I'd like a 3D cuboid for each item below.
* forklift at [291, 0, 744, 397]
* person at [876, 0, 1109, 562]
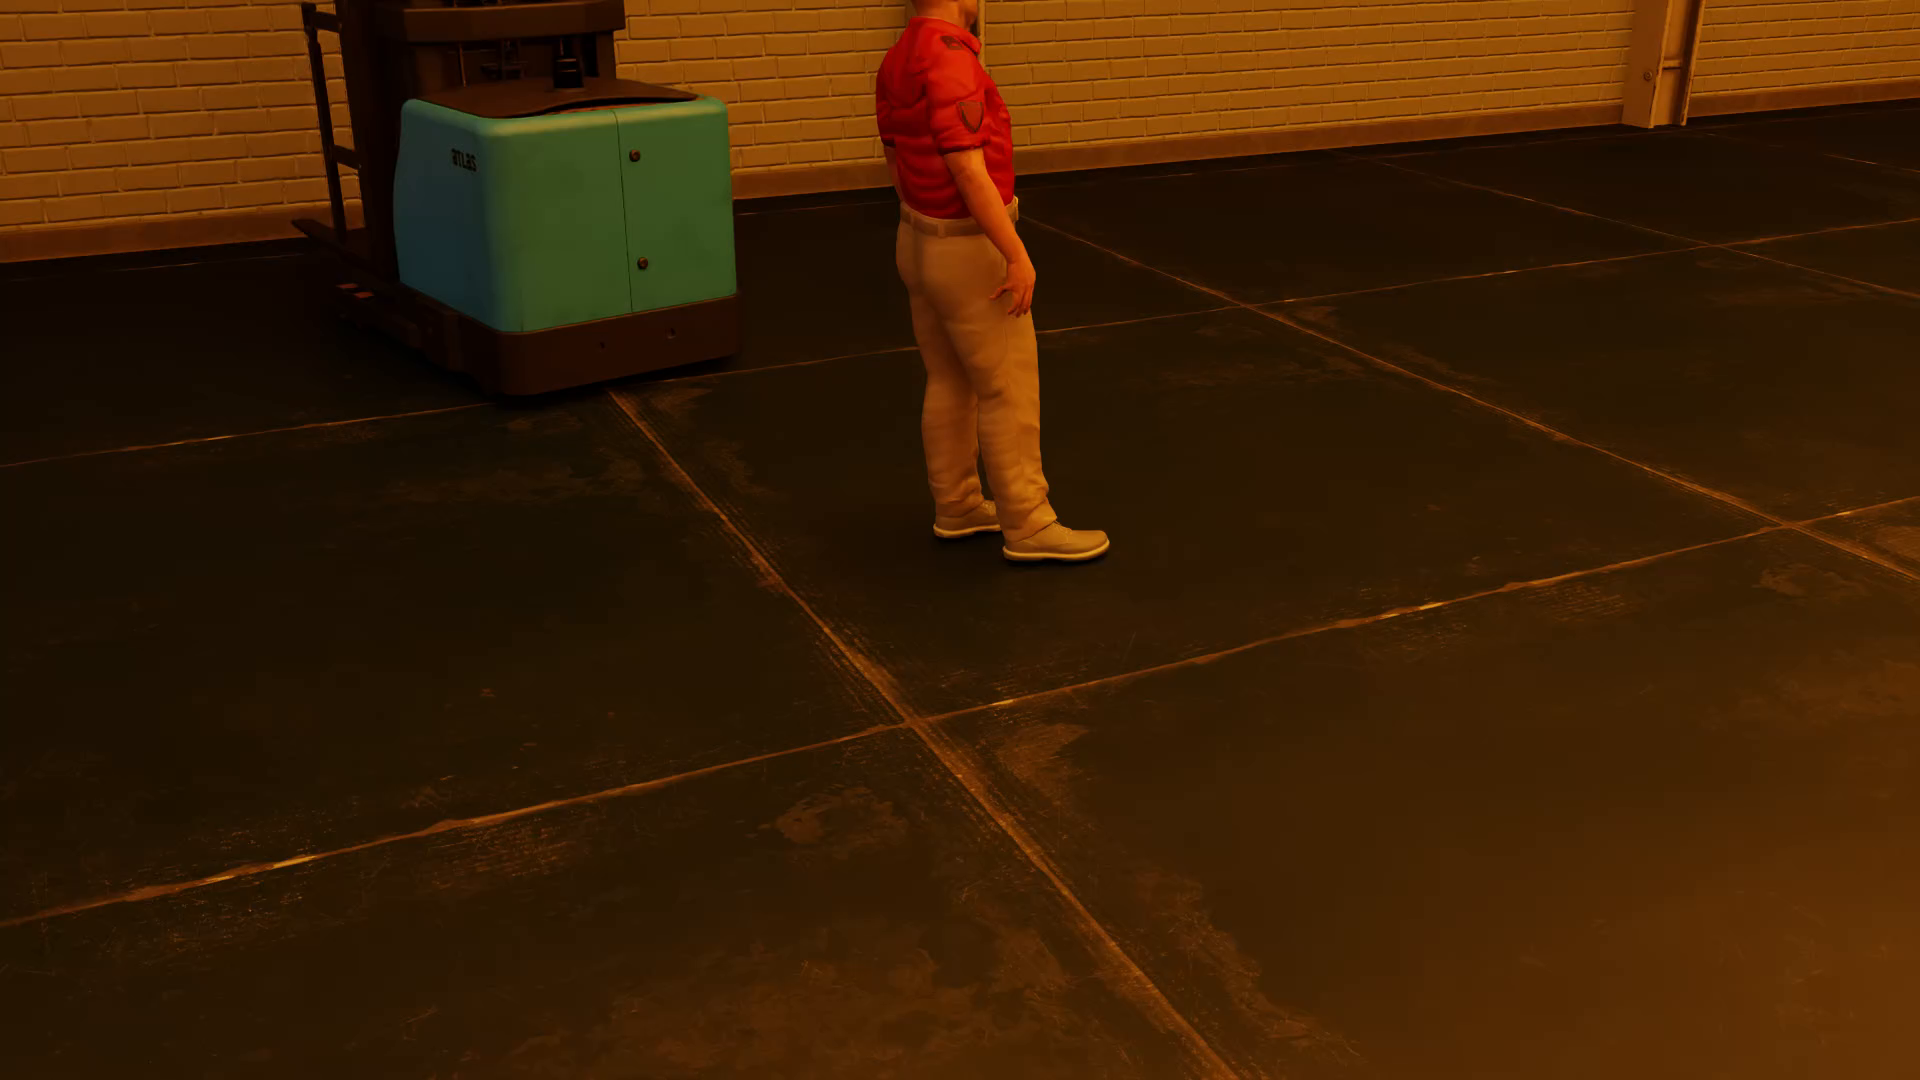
[{"bbox_3d":[-2.186,-2.389,7.037,1.130,2.935,3.031,-17,28,-35],"label":"forklift"},{"bbox_3d":[0.086,-0.816,4.798,0.550,1.728,0.641,-10,25,-23],"label":"person"}]
